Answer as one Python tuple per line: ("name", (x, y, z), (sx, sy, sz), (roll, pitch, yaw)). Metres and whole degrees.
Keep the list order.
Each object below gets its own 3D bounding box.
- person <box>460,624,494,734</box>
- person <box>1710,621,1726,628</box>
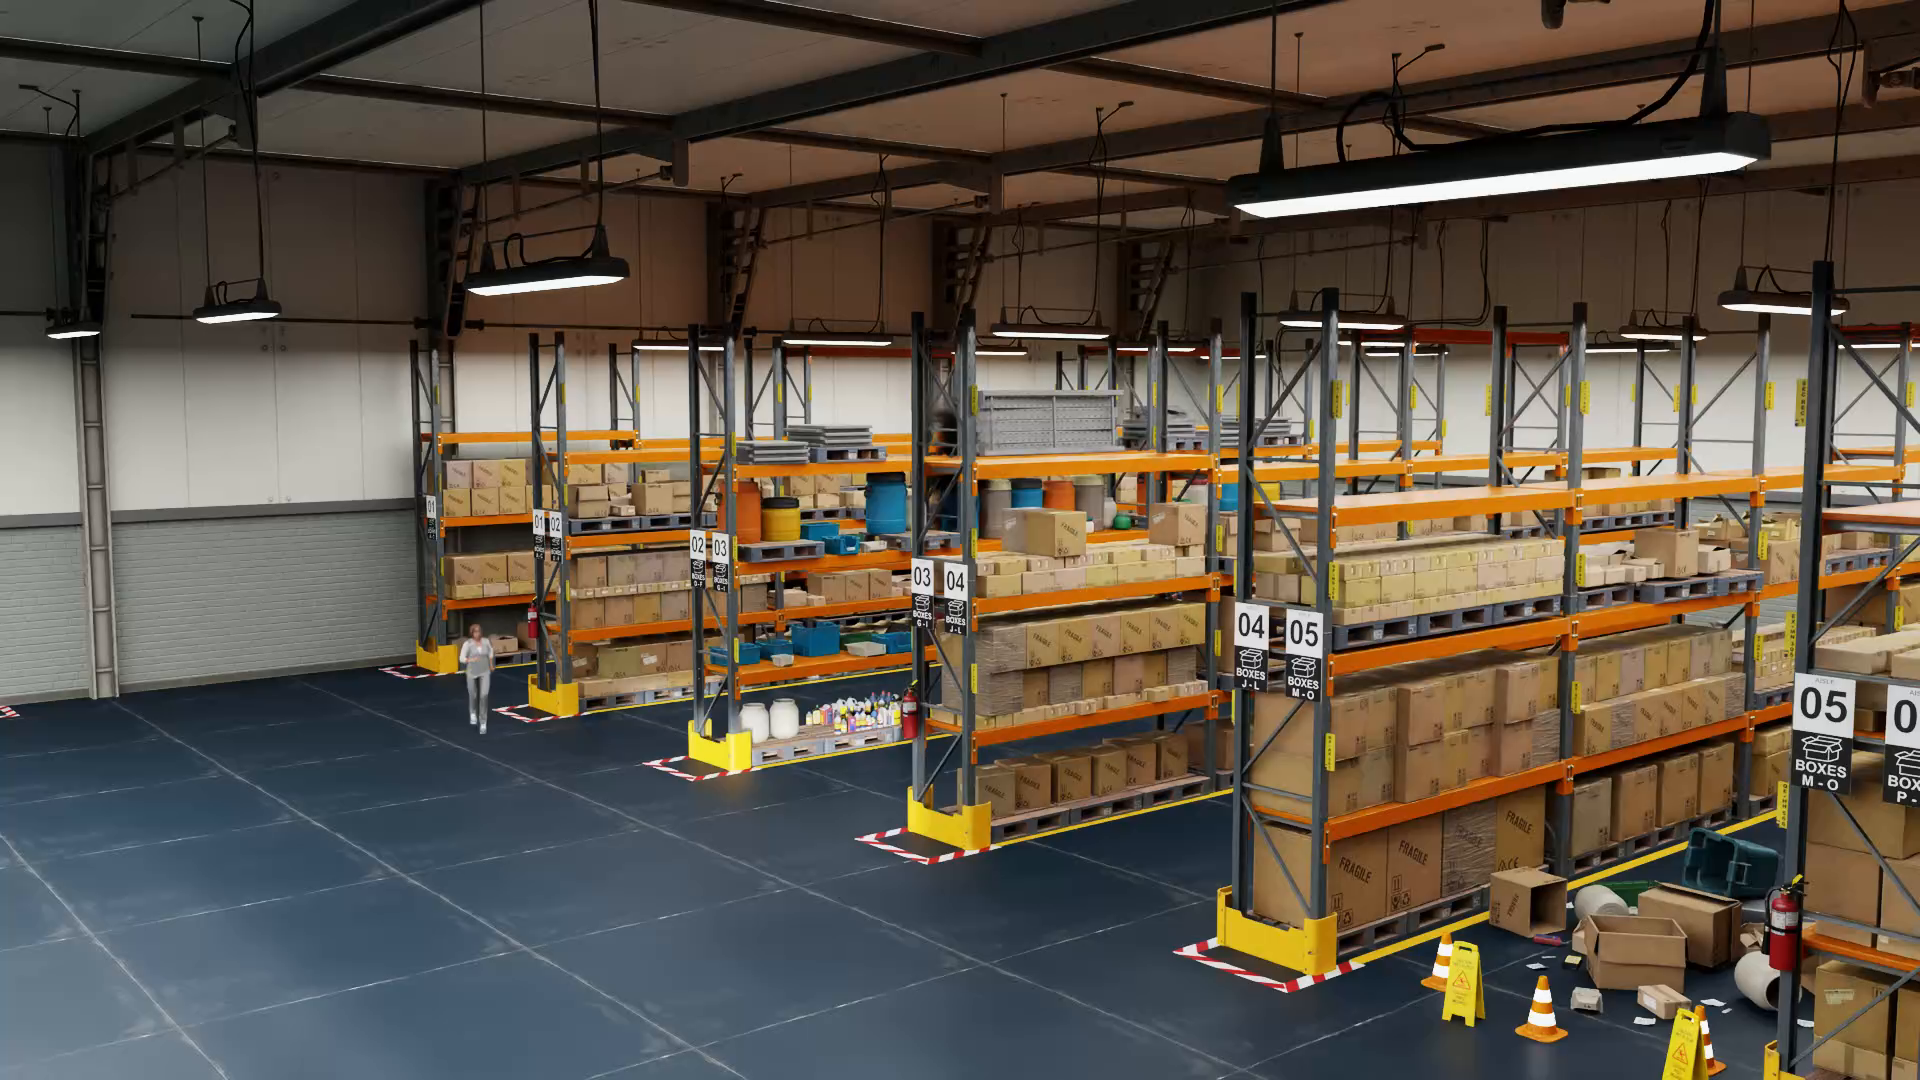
("person", (-7.229, 2.041, 24.896), (0.507, 1.609, 0.861), (-2, 6, -21))
("person", (11.845, 2.000, 26.003), (0.684, 1.561, 0.891), (3, 6, 33))
